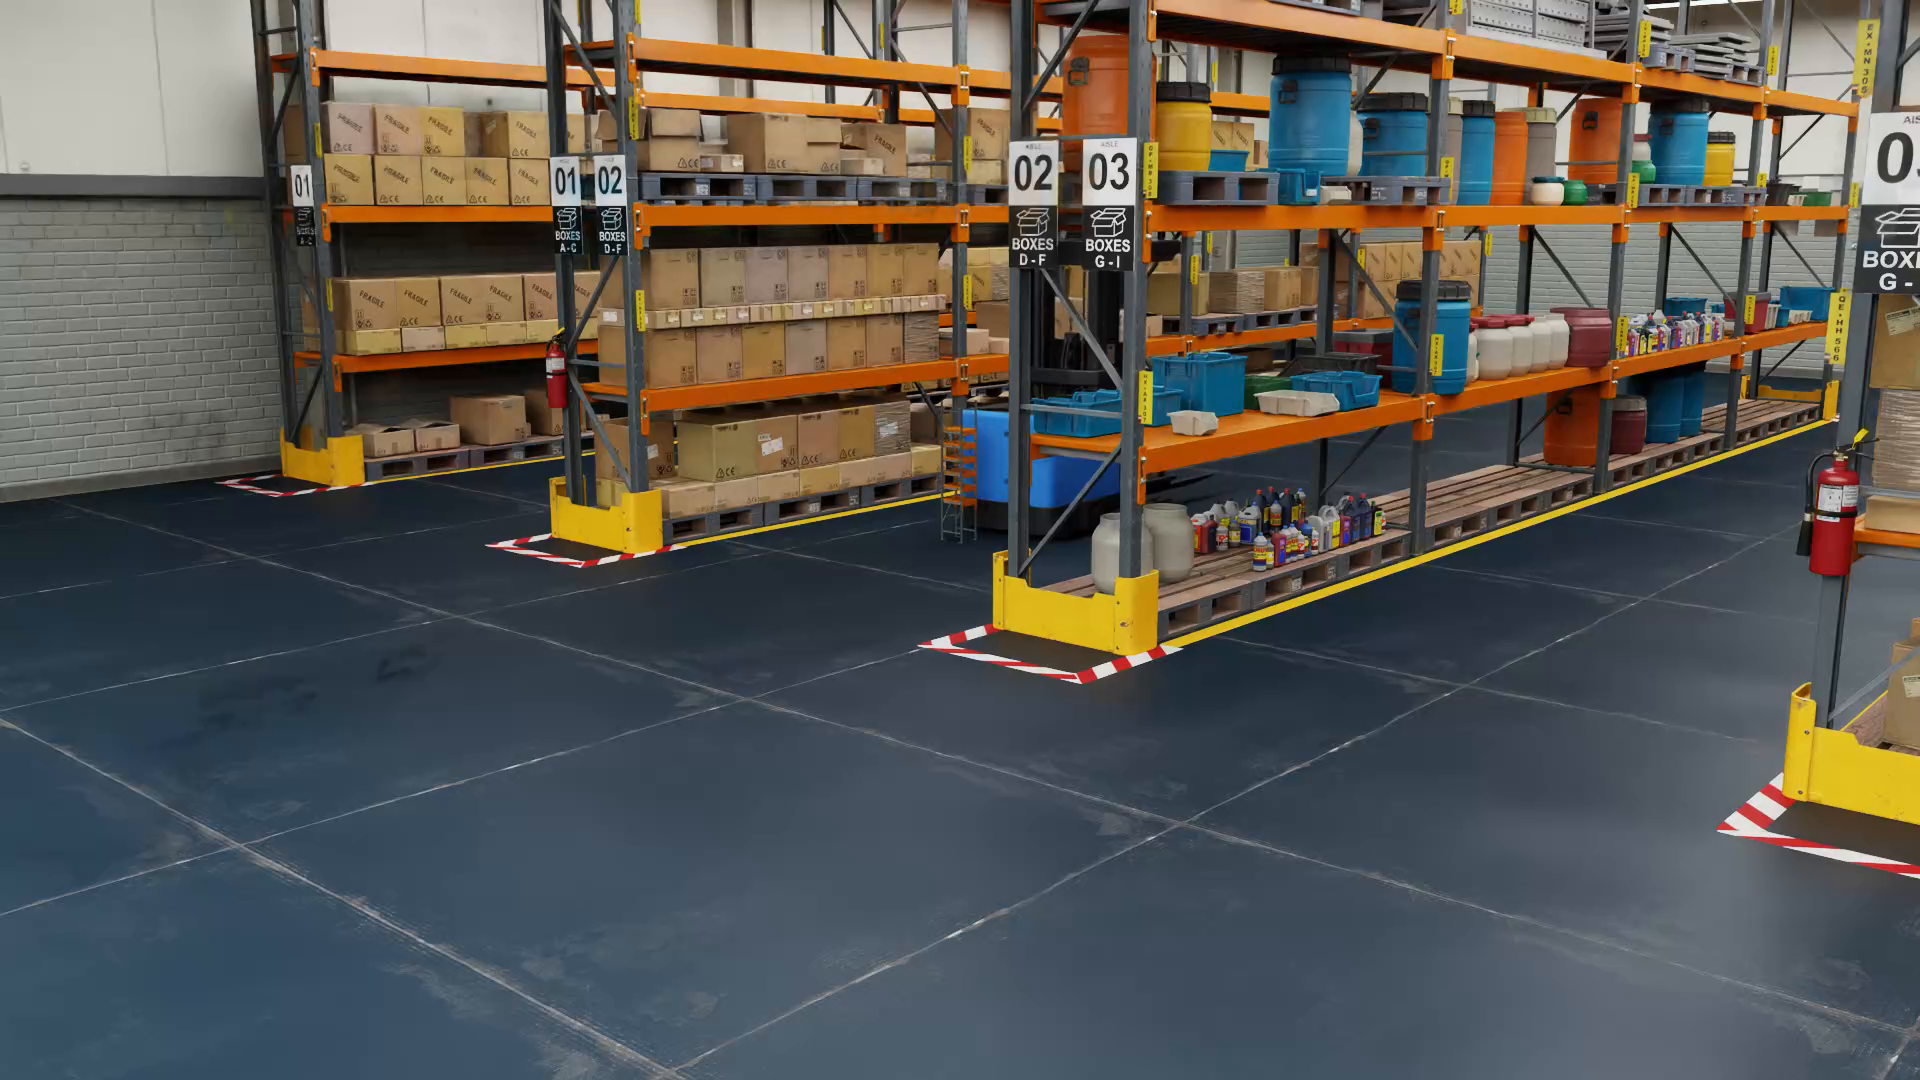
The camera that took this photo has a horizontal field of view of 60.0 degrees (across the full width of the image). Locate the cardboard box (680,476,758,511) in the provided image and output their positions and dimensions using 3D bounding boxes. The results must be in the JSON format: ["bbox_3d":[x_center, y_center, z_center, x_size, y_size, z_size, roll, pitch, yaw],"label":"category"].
[{"bbox_3d":[-2.137,-0.438,14.694,0.500,0.250,0.500,10,15,40],"label":"cardboard box"}]

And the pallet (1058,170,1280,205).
[{"bbox_3d":[1.353,-2.303,10.905,1.003,0.211,1.213,10,15,40],"label":"pallet"}]

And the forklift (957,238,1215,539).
[{"bbox_3d":[1.292,-1.683,15.152,1.130,2.935,3.031,9,14,38],"label":"forklift"}]

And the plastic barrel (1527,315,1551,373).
[{"bbox_3d":[5.217,-1.806,15.310,0.421,0.512,0.421,0,11,0],"label":"plastic barrel"}]

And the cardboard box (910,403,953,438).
[{"bbox_3d":[-0.293,-1.274,17.448,0.500,0.311,0.500,10,15,40],"label":"cardboard box"}]

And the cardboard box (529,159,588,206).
[{"bbox_3d":[-4.559,-4.035,18.792,0.500,0.500,0.500,8,14,36],"label":"cardboard box"}]

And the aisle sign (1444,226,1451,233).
[{"bbox_3d":[7.401,-5.133,25.616,0.394,0.787,0.004,10,15,40],"label":"aisle sign"}]

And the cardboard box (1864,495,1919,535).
[{"bbox_3d":[4.487,-0.120,7.797,0.380,0.149,0.250,10,15,40],"label":"cardboard box"}]

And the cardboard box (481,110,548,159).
[{"bbox_3d":[-4.886,-4.436,18.244,0.500,0.500,0.500,9,14,38],"label":"cardboard box"}]

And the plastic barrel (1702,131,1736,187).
[{"bbox_3d":[8.205,-4.189,18.317,0.600,0.588,0.600,0,11,0],"label":"plastic barrel"}]

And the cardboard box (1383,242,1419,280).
[{"bbox_3d":[6.139,-3.946,23.499,0.500,0.500,0.500,9,15,39],"label":"cardboard box"}]

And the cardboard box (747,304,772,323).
[{"bbox_3d":[-1.884,-2.005,14.682,0.380,0.149,0.250,9,14,38],"label":"cardboard box"}]

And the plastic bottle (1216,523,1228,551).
[{"bbox_3d":[2.001,-0.026,12.705,0.097,0.201,0.097,0,11,0],"label":"plastic bottle"}]

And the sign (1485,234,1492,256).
[{"bbox_3d":[7.980,-4.458,25.111,0.100,0.325,0.005,10,15,40],"label":"sign"}]

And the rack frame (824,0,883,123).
[{"bbox_3d":[-1.428,-6.215,22.353,1.000,3.000,0.127,10,15,40],"label":"rack frame"}]

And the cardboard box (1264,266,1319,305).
[{"bbox_3d":[4.455,-3.436,22.428,0.700,0.500,0.500,4,12,21],"label":"cardboard box"}]

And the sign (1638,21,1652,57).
[{"bbox_3d":[6.432,-4.706,15.621,0.100,0.325,0.005,10,15,40],"label":"sign"}]

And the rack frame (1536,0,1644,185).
[{"bbox_3d":[6.014,-4.934,15.940,1.000,3.000,0.127,10,15,40],"label":"rack frame"}]

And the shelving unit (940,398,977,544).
[{"bbox_3d":[-0.010,-0.586,14.083,0.258,1.200,0.189,10,15,40],"label":"shelving unit"}]

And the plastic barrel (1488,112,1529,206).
[{"bbox_3d":[4.877,-3.485,15.246,0.600,0.830,0.708,10,15,40],"label":"plastic barrel"}]

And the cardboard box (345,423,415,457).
[{"bbox_3d":[-6.184,-1.084,17.719,0.500,0.311,0.500,8,14,34],"label":"cardboard box"}]

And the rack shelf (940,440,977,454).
[{"bbox_3d":[-0.010,-0.778,14.045,0.258,0.103,0.180,10,15,40],"label":"rack shelf"}]

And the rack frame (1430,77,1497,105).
[{"bbox_3d":[7.577,-6.752,25.042,1.000,3.000,0.127,10,15,40],"label":"rack frame"}]

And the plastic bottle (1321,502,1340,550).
[{"bbox_3d":[2.825,-0.113,12.757,0.144,0.351,0.185,10,15,40],"label":"plastic bottle"}]

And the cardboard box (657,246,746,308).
[{"bbox_3d":[-2.289,-2.294,14.473,0.700,0.500,0.500,9,15,39],"label":"cardboard box"}]

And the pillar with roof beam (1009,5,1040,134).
[{"bbox_3d":[4.259,-6.462,23.588,9.100,9.000,0.400,10,15,40],"label":"pillar with roof beam"}]

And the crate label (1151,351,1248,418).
[{"bbox_3d":[1.745,-1.138,12.162,0.502,0.435,0.616,10,15,40],"label":"crate label"}]

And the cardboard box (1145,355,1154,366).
[{"bbox_3d":[2.804,-3.167,27.717,0.700,0.500,0.500,9,14,39],"label":"cardboard box"}]

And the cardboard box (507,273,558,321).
[{"bbox_3d":[-4.814,-2.732,18.650,0.500,0.500,0.500,9,15,39],"label":"cardboard box"}]

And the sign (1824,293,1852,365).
[{"bbox_3d":[4.050,-0.972,7.658,0.100,0.325,0.005,10,15,40],"label":"sign"}]

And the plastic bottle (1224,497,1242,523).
[{"bbox_3d":[2.124,-0.165,13.019,0.144,0.351,0.185,10,15,40],"label":"plastic bottle"}]

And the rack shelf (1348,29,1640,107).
[{"bbox_3d":[4.694,-4.091,14.576,1.077,0.370,4.000,10,15,40],"label":"rack shelf"}]

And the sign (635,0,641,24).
[{"bbox_3d":[-3.673,-6.051,18.943,0.100,0.325,0.005,10,15,40],"label":"sign"}]

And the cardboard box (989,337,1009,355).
[{"bbox_3d":[0.394,-2.026,17.335,0.380,0.149,0.250,10,15,40],"label":"cardboard box"}]

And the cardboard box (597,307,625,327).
[{"bbox_3d":[-2.876,-1.904,14.175,0.380,0.149,0.250,9,15,39],"label":"cardboard box"}]

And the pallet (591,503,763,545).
[{"bbox_3d":[-2.512,-0.207,14.707,1.003,0.211,1.213,10,15,40],"label":"pallet"}]

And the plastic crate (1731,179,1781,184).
[{"bbox_3d":[10.080,-4.421,21.185,0.504,0.338,0.767,10,15,40],"label":"plastic crate"}]

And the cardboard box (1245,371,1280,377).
[{"bbox_3d":[3.828,-1.882,21.232,0.500,0.500,0.500,9,14,38],"label":"cardboard box"}]

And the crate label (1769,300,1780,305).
[{"bbox_3d":[10.885,-3.123,22.462,0.416,0.233,0.303,10,15,40],"label":"crate label"}]

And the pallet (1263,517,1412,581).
[{"bbox_3d":[2.899,0.057,13.387,1.003,0.211,1.213,10,15,40],"label":"pallet"}]

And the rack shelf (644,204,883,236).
[{"bbox_3d":[-2.748,-4.097,21.244,1.077,0.370,4.000,10,15,40],"label":"rack shelf"}]

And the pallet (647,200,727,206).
[{"bbox_3d":[-3.581,-4.141,20.105,1.213,0.211,1.003,10,15,40],"label":"pallet"}]

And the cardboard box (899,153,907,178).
[{"bbox_3d":[-1.157,-5.086,22.982,0.700,0.500,0.500,8,14,36],"label":"cardboard box"}]

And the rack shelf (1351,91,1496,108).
[{"bbox_3d":[6.256,-6.104,23.640,1.077,0.370,4.000,10,15,40],"label":"rack shelf"}]

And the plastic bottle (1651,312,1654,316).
[{"bbox_3d":[8.092,-2.525,19.492,0.061,0.283,0.133,10,15,40],"label":"plastic bottle"}]

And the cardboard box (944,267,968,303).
[{"bbox_3d":[-0.234,-3.665,23.837,0.500,0.500,0.500,10,15,40],"label":"cardboard box"}]

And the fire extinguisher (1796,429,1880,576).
[{"bbox_3d":[4.032,-0.180,7.650,0.296,0.674,0.183,10,15,40],"label":"fire extinguisher"}]

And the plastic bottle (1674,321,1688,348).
[{"bbox_3d":[7.821,-2.238,18.076,0.152,0.276,0.135,10,15,40],"label":"plastic bottle"}]

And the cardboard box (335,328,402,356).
[{"bbox_3d":[-6.148,-2.063,17.214,0.500,0.250,0.500,9,15,39],"label":"cardboard box"}]

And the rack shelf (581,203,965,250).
[{"bbox_3d":[-1.665,-2.869,15.094,1.077,0.370,4.000,10,15,40],"label":"rack shelf"}]

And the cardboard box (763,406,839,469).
[{"bbox_3d":[-1.472,-0.952,15.353,0.500,0.500,0.500,10,15,40],"label":"cardboard box"}]

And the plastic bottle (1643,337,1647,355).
[{"bbox_3d":[7.033,-2.018,17.163,0.097,0.201,0.097,0,11,0],"label":"plastic bottle"}]
